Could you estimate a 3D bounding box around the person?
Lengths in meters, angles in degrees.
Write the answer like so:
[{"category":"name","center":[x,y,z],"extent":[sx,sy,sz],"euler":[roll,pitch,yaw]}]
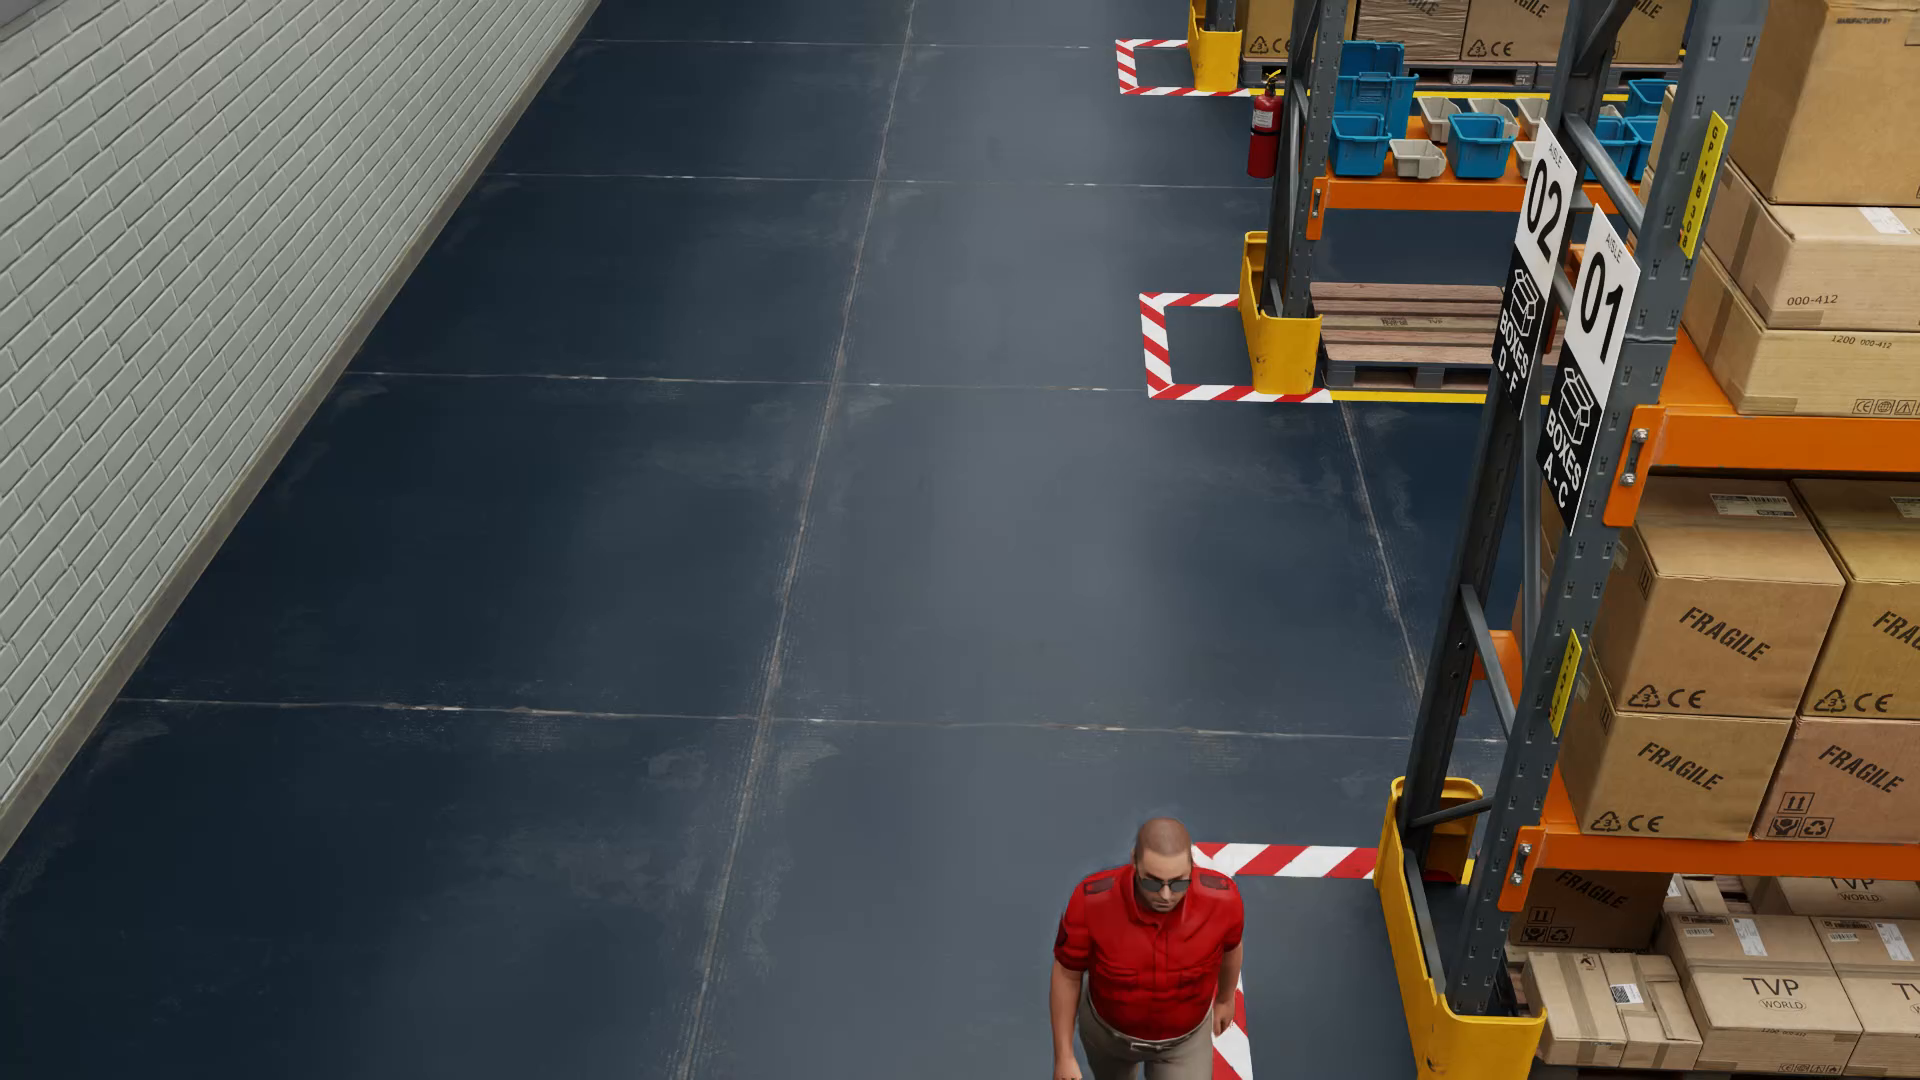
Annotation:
[{"category":"person","center":[0.560,1.421,5.042],"extent":[0.578,1.602,0.786],"euler":[3,36,4]}]
